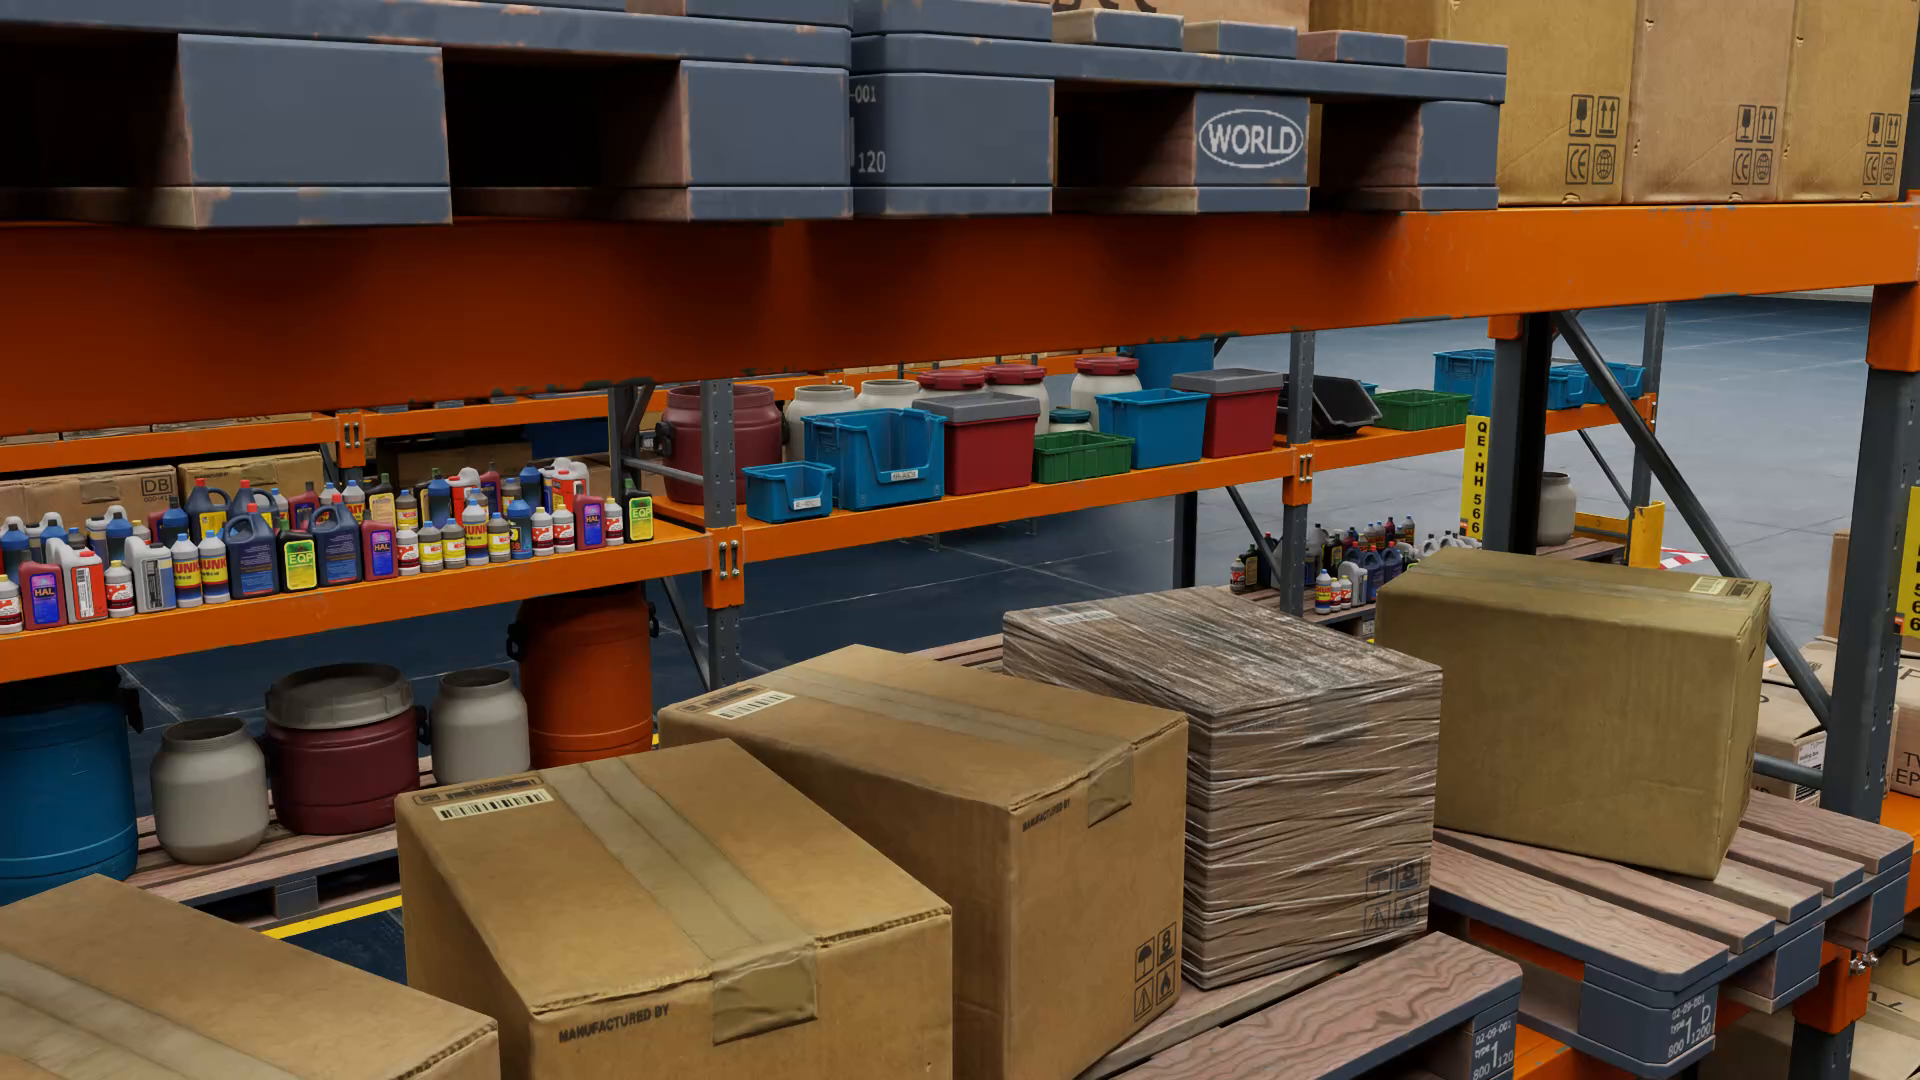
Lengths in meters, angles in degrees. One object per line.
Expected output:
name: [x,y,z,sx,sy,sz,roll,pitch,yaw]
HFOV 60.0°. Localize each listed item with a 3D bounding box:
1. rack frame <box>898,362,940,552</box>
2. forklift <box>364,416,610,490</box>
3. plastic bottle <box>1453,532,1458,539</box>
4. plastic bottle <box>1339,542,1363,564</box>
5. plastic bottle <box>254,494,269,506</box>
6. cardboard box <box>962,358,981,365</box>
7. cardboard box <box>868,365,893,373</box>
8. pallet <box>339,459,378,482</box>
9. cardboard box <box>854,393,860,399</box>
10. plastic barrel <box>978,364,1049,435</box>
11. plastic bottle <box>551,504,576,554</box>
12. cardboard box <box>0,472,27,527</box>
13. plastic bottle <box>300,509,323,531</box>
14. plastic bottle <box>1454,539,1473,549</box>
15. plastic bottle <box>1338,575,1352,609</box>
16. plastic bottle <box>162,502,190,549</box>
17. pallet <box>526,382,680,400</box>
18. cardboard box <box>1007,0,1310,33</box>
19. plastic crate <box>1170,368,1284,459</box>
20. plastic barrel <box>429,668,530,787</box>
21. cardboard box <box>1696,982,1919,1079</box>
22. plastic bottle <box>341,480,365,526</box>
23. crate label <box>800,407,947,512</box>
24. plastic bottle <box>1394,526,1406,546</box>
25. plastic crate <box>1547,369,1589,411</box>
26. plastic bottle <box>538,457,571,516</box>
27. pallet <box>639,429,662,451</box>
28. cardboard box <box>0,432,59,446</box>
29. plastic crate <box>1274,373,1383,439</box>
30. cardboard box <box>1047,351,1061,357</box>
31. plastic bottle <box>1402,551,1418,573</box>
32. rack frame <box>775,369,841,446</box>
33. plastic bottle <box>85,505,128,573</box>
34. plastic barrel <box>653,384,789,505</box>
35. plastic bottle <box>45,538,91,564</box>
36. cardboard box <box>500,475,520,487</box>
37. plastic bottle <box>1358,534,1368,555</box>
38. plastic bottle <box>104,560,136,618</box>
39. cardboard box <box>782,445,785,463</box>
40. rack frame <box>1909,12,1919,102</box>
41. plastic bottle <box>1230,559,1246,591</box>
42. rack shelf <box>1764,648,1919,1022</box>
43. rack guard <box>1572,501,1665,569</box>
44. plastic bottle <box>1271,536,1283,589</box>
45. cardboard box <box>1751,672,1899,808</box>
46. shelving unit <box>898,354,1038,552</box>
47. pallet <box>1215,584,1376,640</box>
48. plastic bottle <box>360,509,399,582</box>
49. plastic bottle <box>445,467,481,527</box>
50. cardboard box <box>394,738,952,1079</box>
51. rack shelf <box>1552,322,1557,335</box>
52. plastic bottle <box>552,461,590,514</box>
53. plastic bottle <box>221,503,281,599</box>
rack frame: [-0.330,-0.679,13.214,0.032,1.500,0.500,-9,15,-38]
forklift: [-4.402,-1.502,13.645,3.031,2.935,1.130,-8,14,-34]
plastic bottle: [3.435,0.085,11.489,0.133,0.283,0.061,-9,15,-38]
plastic bottle: [2.552,0.189,10.833,0.185,0.351,0.144,-9,15,-38]
plastic bottle: [-2.993,-0.067,7.021,0.135,0.276,0.152,-9,15,-38]
cardboard box: [-0.025,-1.656,14.811,0.250,0.149,0.380,-9,15,-38]
cardboard box: [-0.782,-1.520,14.171,0.250,0.149,0.380,-9,15,-38]
pallet: [-5.870,-0.816,16.962,1.213,0.211,1.003,-9,15,-38]
cardboard box: [-1.726,-2.038,20.107,0.875,0.875,0.875,-9,15,-37]
plastic barrel: [0.296,-0.713,9.438,0.433,0.535,0.433,0,12,0]
plastic bottle: [-1.702,-0.050,7.123,0.097,0.201,0.097,0,12,0]
cardboard box: [-6.404,0.036,10.342,0.875,0.875,1.225,-10,16,-40]
plastic bottle: [-2.547,0.016,6.611,0.133,0.283,0.061,-9,15,-38]
plastic bottle: [3.394,0.123,11.324,0.135,0.276,0.152,-10,16,-39]
plastic bottle: [2.434,0.327,10.546,0.097,0.201,0.097,0,12,0]
plastic bottle: [-3.207,-0.020,6.812,0.097,0.271,0.097,0,12,0]
pallet: [-2.945,-1.284,12.917,1.213,0.211,1.003,-9,15,-38]
cardboard box: [0.077,-0.986,2.336,0.600,0.600,0.600,-10,16,-40]
plastic crate: [1.566,-0.749,9.781,0.583,0.464,0.402,-9,15,-38]
plastic barrel: [-2.127,0.854,7.362,0.421,0.512,0.421,0,12,0]
cardboard box: [2.313,1.338,4.367,0.500,0.311,0.500,-9,15,-36]
plastic bottle: [-2.664,-0.127,7.314,0.097,0.271,0.097,0,12,0]
crate label: [-0.426,-0.414,8.270,0.616,0.435,0.502,-9,15,-38]
plastic bottle: [3.185,0.002,12.073,0.097,0.201,0.097,0,12,0]
plastic crate: [4.162,-1.080,11.850,0.408,0.251,0.499,-9,15,-38]
plastic bottle: [-1.910,-0.247,7.868,0.135,0.276,0.152,-9,15,-38]
pallet: [-3.718,-1.173,18.645,1.213,0.211,1.003,-9,15,-38]
cardboard box: [-5.890,-0.862,10.225,0.500,0.500,0.500,-9,15,-37]
plastic crate: [2.241,-0.847,10.546,0.504,0.338,0.767,-9,15,-38]
cardboard box: [0.723,-1.794,15.463,0.250,0.149,0.380,-9,15,-38]
plastic bottle: [2.945,0.207,10.914,0.133,0.283,0.061,-9,15,-35]
rack frame: [-1.341,-1.634,14.100,0.127,3.000,1.000,-9,15,-38]
plastic bottle: [-3.423,0.005,6.685,0.135,0.276,0.152,-9,15,-38]
plastic barrel: [-1.198,-0.487,8.374,0.708,0.536,0.600,-9,15,-38]
plastic bottle: [-3.267,0.125,6.115,0.135,0.276,0.152,-9,15,-38]
cardboard box: [-3.529,-0.271,12.644,0.500,0.500,0.700,-11,16,-42]
plastic bottle: [2.843,0.059,11.806,0.097,0.201,0.097,0,12,0]
plastic bottle: [-3.064,0.176,6.057,0.097,0.201,0.097,0,12,0]
cardboard box: [-1.834,-0.550,13.956,0.500,0.500,0.700,-11,16,-42]
rack frame: [1.721,-2.442,3.464,0.127,3.000,1.000,-9,15,-38]
plastic bottle: [1.841,0.226,11.022,0.097,0.201,0.097,0,12,0]
rack shelf: [3.283,0.585,5.384,4.000,0.370,1.077,-9,15,-38]
rack guard: [4.846,-0.109,12.939,0.348,0.500,1.175,-9,15,-38]
plastic bottle: [2.166,0.143,11.050,0.185,0.351,0.144,-9,15,-38]
cardboard box: [2.032,0.496,4.285,0.500,0.311,0.500,-8,15,-34]
shelving unit: [0.067,-0.745,13.525,1.048,1.500,0.538,-9,15,-38]
pallet: [2.303,0.453,10.985,1.213,0.211,1.003,-9,15,-38]
plastic bottle: [-2.312,0.016,6.614,0.133,0.283,0.061,-9,15,-38]
plastic bottle: [-2.272,-0.187,7.586,0.135,0.276,0.152,-9,15,-38]
cardboard box: [-0.396,0.633,2.176,0.500,0.500,0.700,-7,14,-29]
rack shelf: [3.283,-0.882,5.072,4.000,0.370,1.077,-9,15,-38]
plastic bottle: [-1.815,-0.222,7.752,0.135,0.276,0.152,-9,15,-38]
plastic bottle: [-2.711,0.038,6.347,0.185,0.351,0.144,-9,15,-38]
